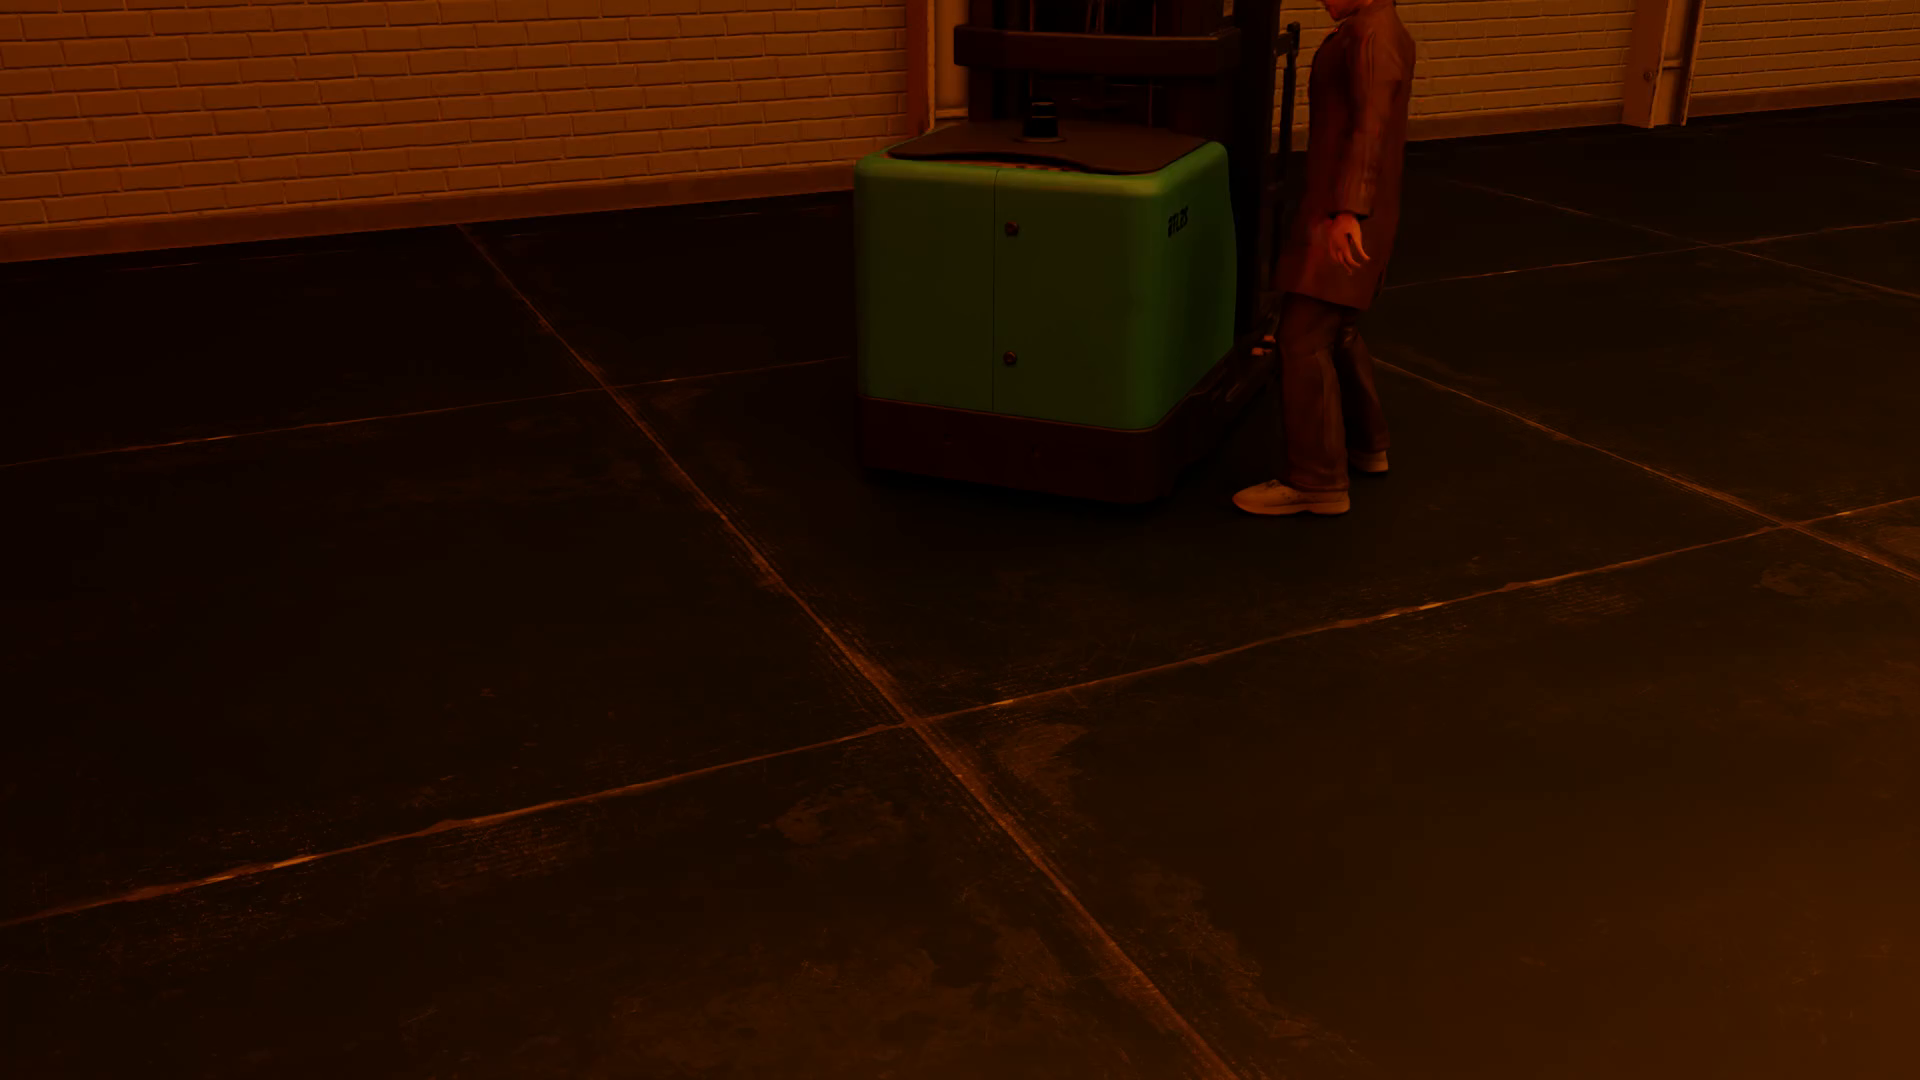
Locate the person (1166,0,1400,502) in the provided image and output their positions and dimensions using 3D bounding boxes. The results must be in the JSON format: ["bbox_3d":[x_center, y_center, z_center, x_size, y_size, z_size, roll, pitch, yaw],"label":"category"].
[{"bbox_3d":[1.047,-1.024,5.316,0.654,1.727,0.942,7,24,17],"label":"person"}]

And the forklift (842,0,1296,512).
[{"bbox_3d":[0.656,-1.972,6.033,1.130,2.935,3.031,9,24,21],"label":"forklift"}]
